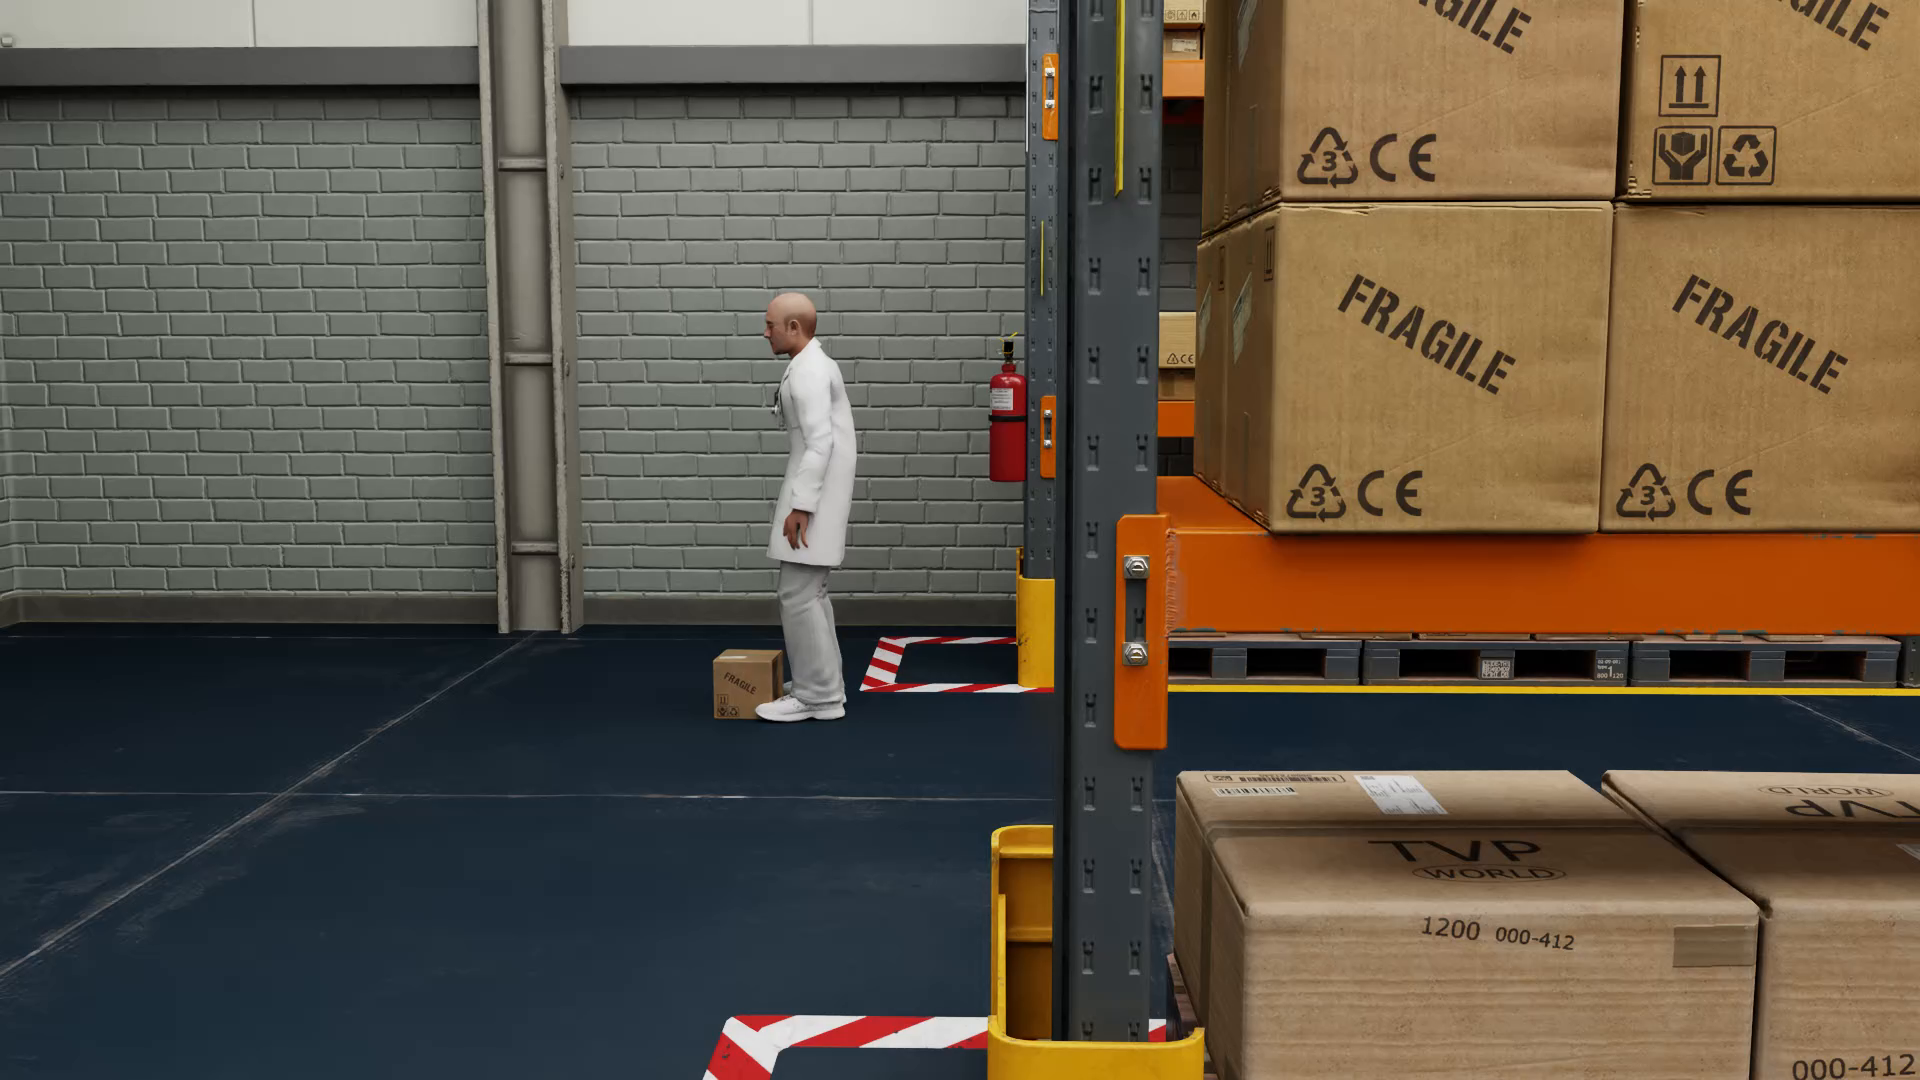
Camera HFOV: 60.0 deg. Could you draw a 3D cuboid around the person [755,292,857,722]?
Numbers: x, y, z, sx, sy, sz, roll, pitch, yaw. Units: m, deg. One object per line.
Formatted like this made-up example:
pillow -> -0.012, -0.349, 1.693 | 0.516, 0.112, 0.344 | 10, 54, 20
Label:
person -> -0.645, -0.141, 6.969 | 0.429, 1.772, 0.648 | 0, 7, -2
